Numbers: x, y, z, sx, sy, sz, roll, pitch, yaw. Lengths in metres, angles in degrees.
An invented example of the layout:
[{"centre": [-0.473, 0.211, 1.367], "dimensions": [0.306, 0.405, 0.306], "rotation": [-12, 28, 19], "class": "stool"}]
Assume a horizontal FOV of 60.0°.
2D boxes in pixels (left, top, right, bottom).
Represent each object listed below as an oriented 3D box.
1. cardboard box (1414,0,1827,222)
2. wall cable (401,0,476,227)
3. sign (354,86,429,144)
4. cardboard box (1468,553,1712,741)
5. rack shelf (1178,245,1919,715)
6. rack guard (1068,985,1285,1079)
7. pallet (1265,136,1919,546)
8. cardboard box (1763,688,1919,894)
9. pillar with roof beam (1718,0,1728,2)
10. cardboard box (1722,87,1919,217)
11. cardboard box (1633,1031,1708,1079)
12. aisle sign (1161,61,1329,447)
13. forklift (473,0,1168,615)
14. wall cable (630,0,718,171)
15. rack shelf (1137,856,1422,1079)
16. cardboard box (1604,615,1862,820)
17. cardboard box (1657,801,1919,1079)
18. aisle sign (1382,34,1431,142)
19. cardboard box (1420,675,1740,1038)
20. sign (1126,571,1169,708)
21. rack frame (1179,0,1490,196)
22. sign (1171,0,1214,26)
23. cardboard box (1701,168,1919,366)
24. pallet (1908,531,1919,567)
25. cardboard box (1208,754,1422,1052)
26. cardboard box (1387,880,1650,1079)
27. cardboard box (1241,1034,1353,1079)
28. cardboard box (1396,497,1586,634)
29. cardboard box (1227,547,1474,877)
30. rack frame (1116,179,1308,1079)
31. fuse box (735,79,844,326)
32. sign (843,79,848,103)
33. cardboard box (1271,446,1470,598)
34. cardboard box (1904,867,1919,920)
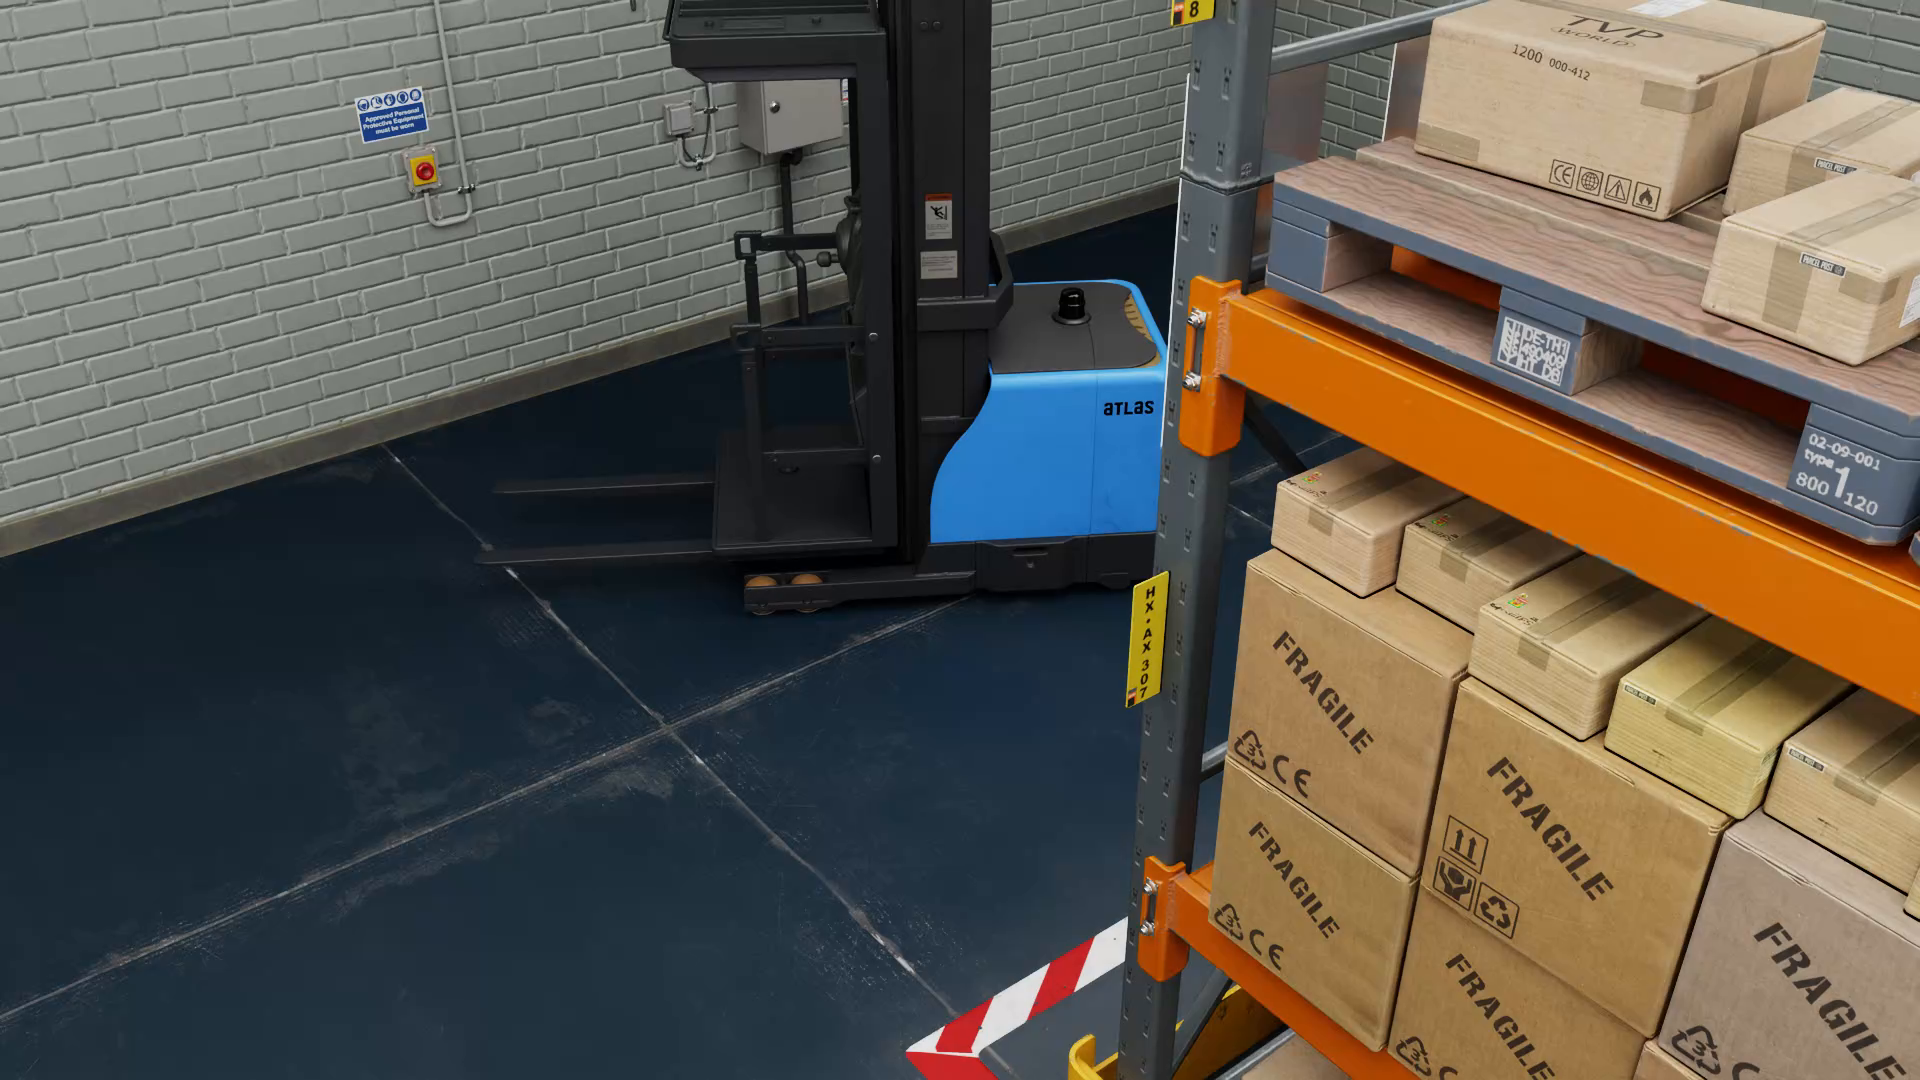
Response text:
[{"centre": [1.200, -0.827, 3.045], "dimensions": [0.500, 0.250, 0.500], "rotation": [-26, 40, -36], "class": "cardboard box"}, {"centre": [-2.623, -2.342, 7.684], "dimensions": [0.585, 1.953, 0.123], "rotation": [-22, 38, -31], "class": "wall cable"}, {"centre": [-2.699, -2.021, 7.905], "dimensions": [0.327, 0.218, 0.001], "rotation": [-22, 38, -31], "class": "sign"}, {"centre": [1.138, 0.172, 2.972], "dimensions": [0.380, 0.149, 0.250], "rotation": [-21, 38, -30], "class": "cardboard box"}, {"centre": [2.080, 0.311, 2.245], "dimensions": [1.077, 0.370, 4.000], "rotation": [-22, 38, -31], "class": "rack shelf"}, {"centre": [0.839, 1.498, 4.865], "dimensions": [1.175, 0.500, 0.348], "rotation": [-22, 38, -31], "class": "rack guard"}, {"centre": [1.316, -0.485, 2.929], "dimensions": [1.003, 0.211, 1.213], "rotation": [-22, 38, -31], "class": "pallet"}, {"centre": [1.516, 0.368, 2.657], "dimensions": [0.380, 0.149, 0.250], "rotation": [-22, 38, -31], "class": "cardboard box"}, {"centre": [0.430, -3.733, 5.231], "dimensions": [9.100, 9.000, 0.400], "rotation": [-22, 38, -31], "class": "pillar with roof beam"}, {"centre": [1.521, -0.635, 2.832], "dimensions": [0.380, 0.149, 0.250], "rotation": [-26, 40, -35], "class": "cardboard box"}, {"centre": [1.551, 1.116, 3.016], "dimensions": [0.500, 0.500, 0.500], "rotation": [-23, 38, -32], "class": "cardboard box"}, {"centre": [0.580, -0.595, 3.400], "dimensions": [0.394, 0.787, 0.004], "rotation": [-22, 38, -31], "class": "aisle sign"}, {"centre": [-0.627, -1.212, 6.924], "dimensions": [3.031, 2.935, 1.130], "rotation": [-3, 32, -5], "class": "forklift"}, {"centre": [-1.510, -2.792, 8.439], "dimensions": [0.588, 1.984, 0.122], "rotation": [-22, 38, -31], "class": "wall cable"}, {"centre": [2.080, 1.585, 3.037], "dimensions": [1.077, 0.370, 4.000], "rotation": [-22, 38, -31], "class": "rack shelf"}, {"centre": [1.314, 0.276, 2.805], "dimensions": [0.380, 0.149, 0.250], "rotation": [-24, 39, -33], "class": "cardboard box"}, {"centre": [1.567, 0.696, 2.744], "dimensions": [0.500, 0.500, 0.500], "rotation": [-23, 38, -32], "class": "cardboard box"}, {"centre": [1.054, -0.789, 3.713], "dimensions": [0.394, 0.787, 0.004], "rotation": [-22, 38, -31], "class": "aisle sign"}, {"centre": [1.245, 0.484, 3.085], "dimensions": [0.500, 0.500, 0.500], "rotation": [-23, 39, -33], "class": "cardboard box"}, {"centre": [0.411, 0.221, 3.655], "dimensions": [0.100, 0.325, 0.005], "rotation": [-22, 38, -31], "class": "sign"}, {"centre": [0.853, -2.103, 2.606], "dimensions": [1.000, 3.000, 0.127], "rotation": [-22, 38, -31], "class": "rack frame"}, {"centre": [0.411, -1.056, 2.861], "dimensions": [0.100, 0.325, 0.005], "rotation": [-22, 38, -31], "class": "sign"}, {"centre": [1.339, -0.415, 2.477], "dimensions": [0.380, 0.149, 0.250], "rotation": [-21, 37, -30], "class": "cardboard box"}, {"centre": [2.069, 0.024, 2.110], "dimensions": [1.003, 0.211, 1.213], "rotation": [-22, 38, -31], "class": "pallet"}, {"centre": [0.921, 0.696, 3.691], "dimensions": [0.500, 0.500, 0.500], "rotation": [-23, 38, -32], "class": "cardboard box"}, {"centre": [1.253, 0.898, 3.366], "dimensions": [0.500, 0.500, 0.500], "rotation": [-23, 38, -32], "class": "cardboard box"}, {"centre": [1.337, 1.599, 4.364], "dimensions": [0.875, 0.438, 0.875], "rotation": [-24, 39, -33], "class": "cardboard box"}, {"centre": [1.069, 0.027, 3.207], "dimensions": [0.380, 0.149, 0.250], "rotation": [-21, 38, -30], "class": "cardboard box"}, {"centre": [0.923, 0.271, 3.428], "dimensions": [0.500, 0.500, 0.500], "rotation": [-23, 39, -32], "class": "cardboard box"}, {"centre": [0.853, 0.446, 4.189], "dimensions": [1.000, 3.000, 0.127], "rotation": [-22, 38, -31], "class": "rack frame"}, {"centre": [-0.874, -1.968, 9.297], "dimensions": [0.539, 1.711, 0.414], "rotation": [-22, 38, -31], "class": "fuse box"}, {"centre": [-0.611, -2.721, 9.378], "dimensions": [0.329, 0.494, 0.001], "rotation": [-22, 38, -31], "class": "sign"}, {"centre": [0.852, -0.059, 3.345], "dimensions": [0.380, 0.149, 0.250], "rotation": [-21, 38, -30], "class": "cardboard box"}, {"centre": [1.636, 0.486, 2.467], "dimensions": [0.380, 0.149, 0.250], "rotation": [-22, 38, -31], "class": "cardboard box"}]
